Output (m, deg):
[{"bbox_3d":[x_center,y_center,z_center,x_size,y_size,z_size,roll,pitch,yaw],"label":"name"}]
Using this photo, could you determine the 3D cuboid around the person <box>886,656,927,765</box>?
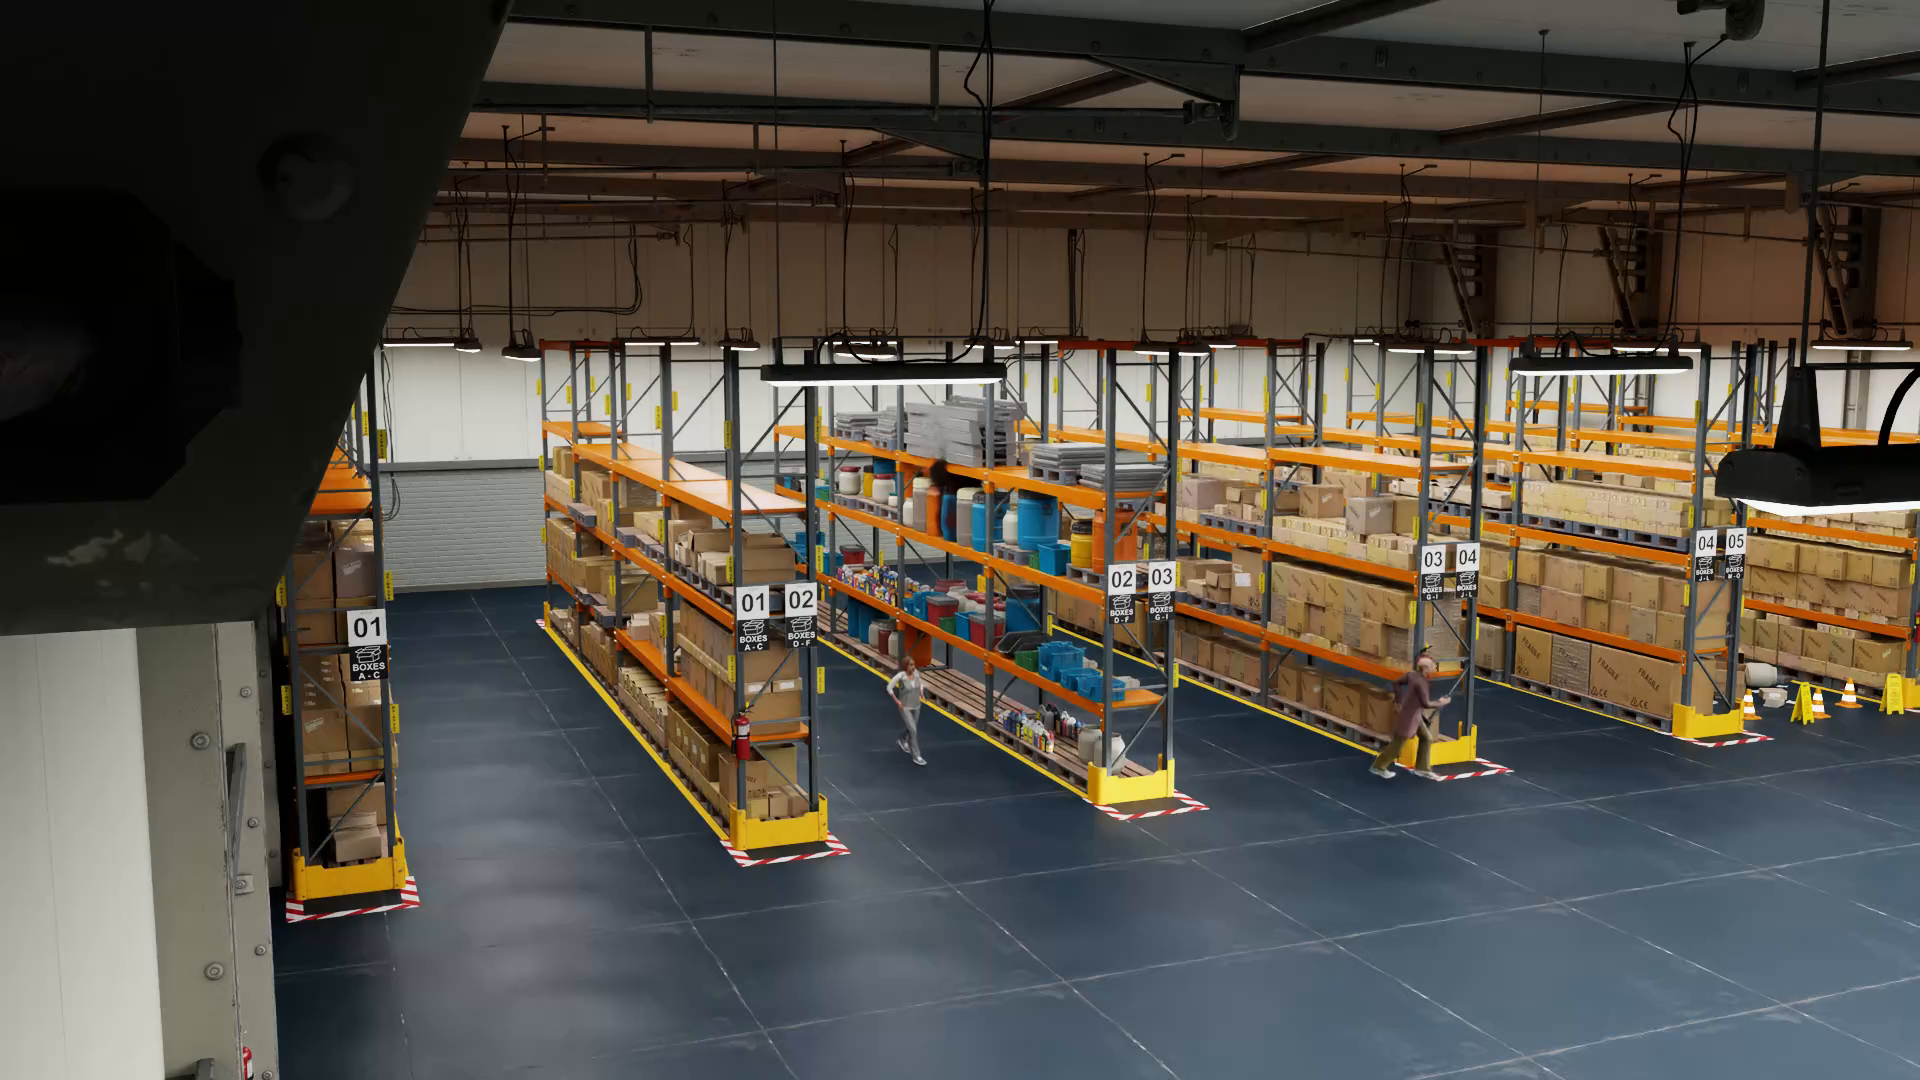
[{"bbox_3d":[-0.806,2.425,24.049,0.561,1.567,0.777,-4,8,-27],"label":"person"}]

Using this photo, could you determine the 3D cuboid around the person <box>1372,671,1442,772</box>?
[{"bbox_3d":[6.164,2.509,22.969,0.906,1.433,0.689,1,8,9],"label":"person"}]
